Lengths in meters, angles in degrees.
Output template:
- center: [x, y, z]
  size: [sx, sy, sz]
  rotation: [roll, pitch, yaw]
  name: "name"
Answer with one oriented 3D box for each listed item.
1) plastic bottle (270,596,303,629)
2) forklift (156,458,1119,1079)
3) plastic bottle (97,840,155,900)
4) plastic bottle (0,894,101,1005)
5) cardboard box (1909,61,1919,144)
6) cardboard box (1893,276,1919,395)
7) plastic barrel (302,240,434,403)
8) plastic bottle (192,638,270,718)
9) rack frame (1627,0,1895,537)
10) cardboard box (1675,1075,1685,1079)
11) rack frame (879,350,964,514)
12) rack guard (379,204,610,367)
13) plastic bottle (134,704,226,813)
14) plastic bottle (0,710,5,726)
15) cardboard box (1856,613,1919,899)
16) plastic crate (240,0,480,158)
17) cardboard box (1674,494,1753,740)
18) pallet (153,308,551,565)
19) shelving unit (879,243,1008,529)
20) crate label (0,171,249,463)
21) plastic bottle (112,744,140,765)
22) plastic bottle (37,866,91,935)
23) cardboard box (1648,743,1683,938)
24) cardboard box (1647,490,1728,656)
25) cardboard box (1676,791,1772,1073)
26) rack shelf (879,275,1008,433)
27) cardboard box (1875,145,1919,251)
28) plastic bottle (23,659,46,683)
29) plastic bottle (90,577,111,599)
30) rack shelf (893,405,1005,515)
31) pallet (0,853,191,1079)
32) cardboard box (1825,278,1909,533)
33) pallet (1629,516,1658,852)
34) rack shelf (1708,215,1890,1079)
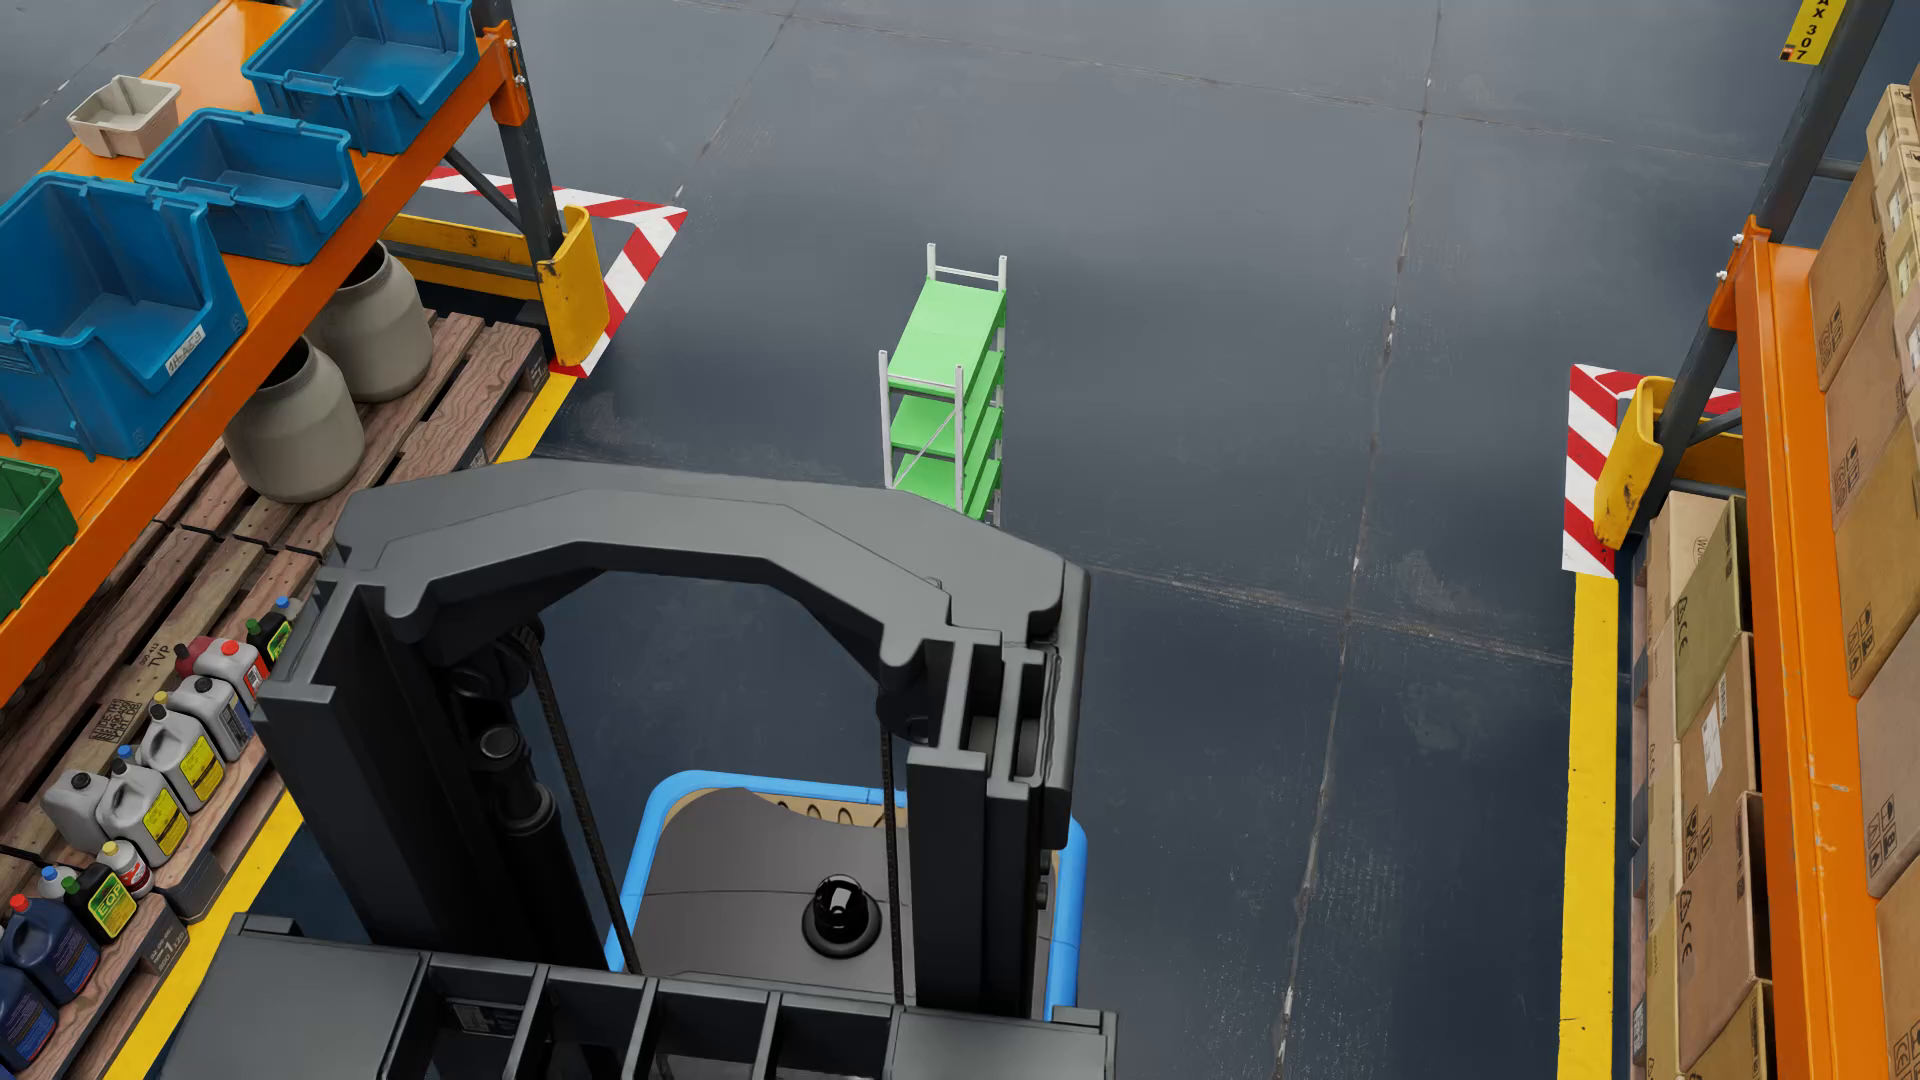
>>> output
- center: [-2.050, 0.250, 5.102]
  size: [0.097, 0.201, 0.097]
  rotation: [0, 49, 0]
  name: "plastic bottle"
- center: [-0.388, 1.410, 2.551]
  size: [1.130, 2.935, 3.031]
  rotation: [5, 49, 5]
  name: "forklift"
- center: [-2.283, 0.889, 4.537]
  size: [0.097, 0.201, 0.097]
  rotation: [0, 49, 0]
  name: "plastic bottle"
- center: [-2.380, 1.040, 4.305]
  size: [0.144, 0.351, 0.185]
  rotation: [10, 49, 8]
  name: "plastic bottle"
- center: [2.639, -1.054, 3.748]
  size: [0.700, 0.500, 0.500]
  rotation: [12, 50, 10]
  name: "cardboard box"
- center: [2.274, -0.418, 3.619]
  size: [0.380, 0.149, 0.250]
  rotation: [11, 49, 9]
  name: "cardboard box"
- center: [-2.089, -0.770, 5.808]
  size: [0.421, 0.512, 0.421]
  rotation: [0, 49, 0]
  name: "plastic barrel"
- center: [-2.143, 0.402, 4.918]
  size: [0.152, 0.276, 0.135]
  rotation: [12, 50, 10]
  name: "plastic bottle"
- center: [2.788, -0.966, 4.601]
  size: [1.000, 3.000, 0.127]
  rotation: [12, 50, 10]
  name: "rack frame"
- center: [1.905, 1.596, 3.895]
  size: [0.500, 0.250, 0.500]
  rotation: [12, 50, 10]
  name: "cardboard box"
- center: [-0.108, -0.101, 5.039]
  size: [0.240, 1.200, 0.015]
  rotation: [12, 50, 10]
  name: "rack frame"
- center: [-1.964, -1.054, 6.347]
  size: [1.175, 0.500, 0.348]
  rotation: [12, 50, 10]
  name: "rack guard"
- center: [-2.219, 0.598, 4.695]
  size: [0.144, 0.351, 0.185]
  rotation: [13, 50, 12]
  name: "plastic bottle"
- center: [-2.910, 0.477, 4.902]
  size: [0.097, 0.201, 0.097]
  rotation: [0, 49, 0]
  name: "plastic bottle"
- center: [2.248, 0.457, 3.279]
  size: [0.700, 0.500, 0.500]
  rotation: [13, 50, 11]
  name: "cardboard box"
- center: [-1.833, -1.475, 5.151]
  size: [0.499, 0.251, 0.616]
  rotation: [12, 50, 10]
  name: "plastic crate"
- center: [2.302, 0.263, 4.571]
  size: [0.500, 0.500, 0.500]
  rotation: [12, 50, 10]
  name: "cardboard box"
- center: [-2.183, -0.372, 5.938]
  size: [1.003, 0.211, 1.213]
  rotation: [12, 50, 10]
  name: "pallet"
- center: [-0.044, -0.277, 5.194]
  size: [0.258, 1.200, 0.503]
  rotation: [12, 50, 10]
  name: "shelving unit"
- center: [-2.213, -0.573, 4.231]
  size: [0.502, 0.435, 0.616]
  rotation: [12, 50, 10]
  name: "crate label"
- center: [-2.347, 0.655, 4.744]
  size: [0.097, 0.201, 0.097]
  rotation: [0, 49, 0]
  name: "plastic bottle"
- center: [-2.378, 0.953, 4.435]
  size: [0.097, 0.271, 0.097]
  rotation: [0, 49, 0]
  name: "plastic bottle"
- center: [2.172, 0.873, 4.532]
  size: [0.500, 0.250, 0.500]
  rotation: [12, 50, 10]
  name: "cardboard box"
- center: [2.432, 0.149, 5.171]
  size: [0.500, 0.250, 0.500]
  rotation: [12, 50, 10]
  name: "cardboard box"
- center: [2.035, 0.986, 3.933]
  size: [0.500, 0.500, 0.500]
  rotation: [12, 50, 10]
  name: "cardboard box"
- center: [-0.044, -0.553, 4.883]
  size: [0.258, 0.148, 0.480]
  rotation: [12, 50, 10]
  name: "rack shelf"
- center: [2.410, -0.780, 3.939]
  size: [0.380, 0.149, 0.250]
  rotation: [10, 49, 9]
  name: "cardboard box"
- center: [-2.858, 0.309, 5.003]
  size: [0.097, 0.271, 0.097]
  rotation: [0, 49, 0]
  name: "plastic bottle"
- center: [-2.768, 0.061, 5.221]
  size: [0.097, 0.271, 0.097]
  rotation: [0, 49, 0]
  name: "plastic bottle"
- center: [-0.044, -0.235, 5.242]
  size: [0.258, 0.148, 0.480]
  rotation: [12, 50, 10]
  name: "rack shelf"
- center: [-2.826, 1.393, 4.380]
  size: [1.003, 0.211, 1.213]
  rotation: [12, 50, 10]
  name: "pallet"
- center: [2.519, -0.283, 3.932]
  size: [0.700, 0.500, 0.500]
  rotation: [13, 50, 11]
  name: "cardboard box"
- center: [2.627, 0.519, 5.151]
  size: [1.003, 0.211, 1.213]
  rotation: [12, 50, 10]
  name: "pallet"
- center: [2.261, 0.719, 3.594]
  size: [1.077, 0.370, 4.000]
  rotation: [12, 50, 10]
  name: "rack shelf"
